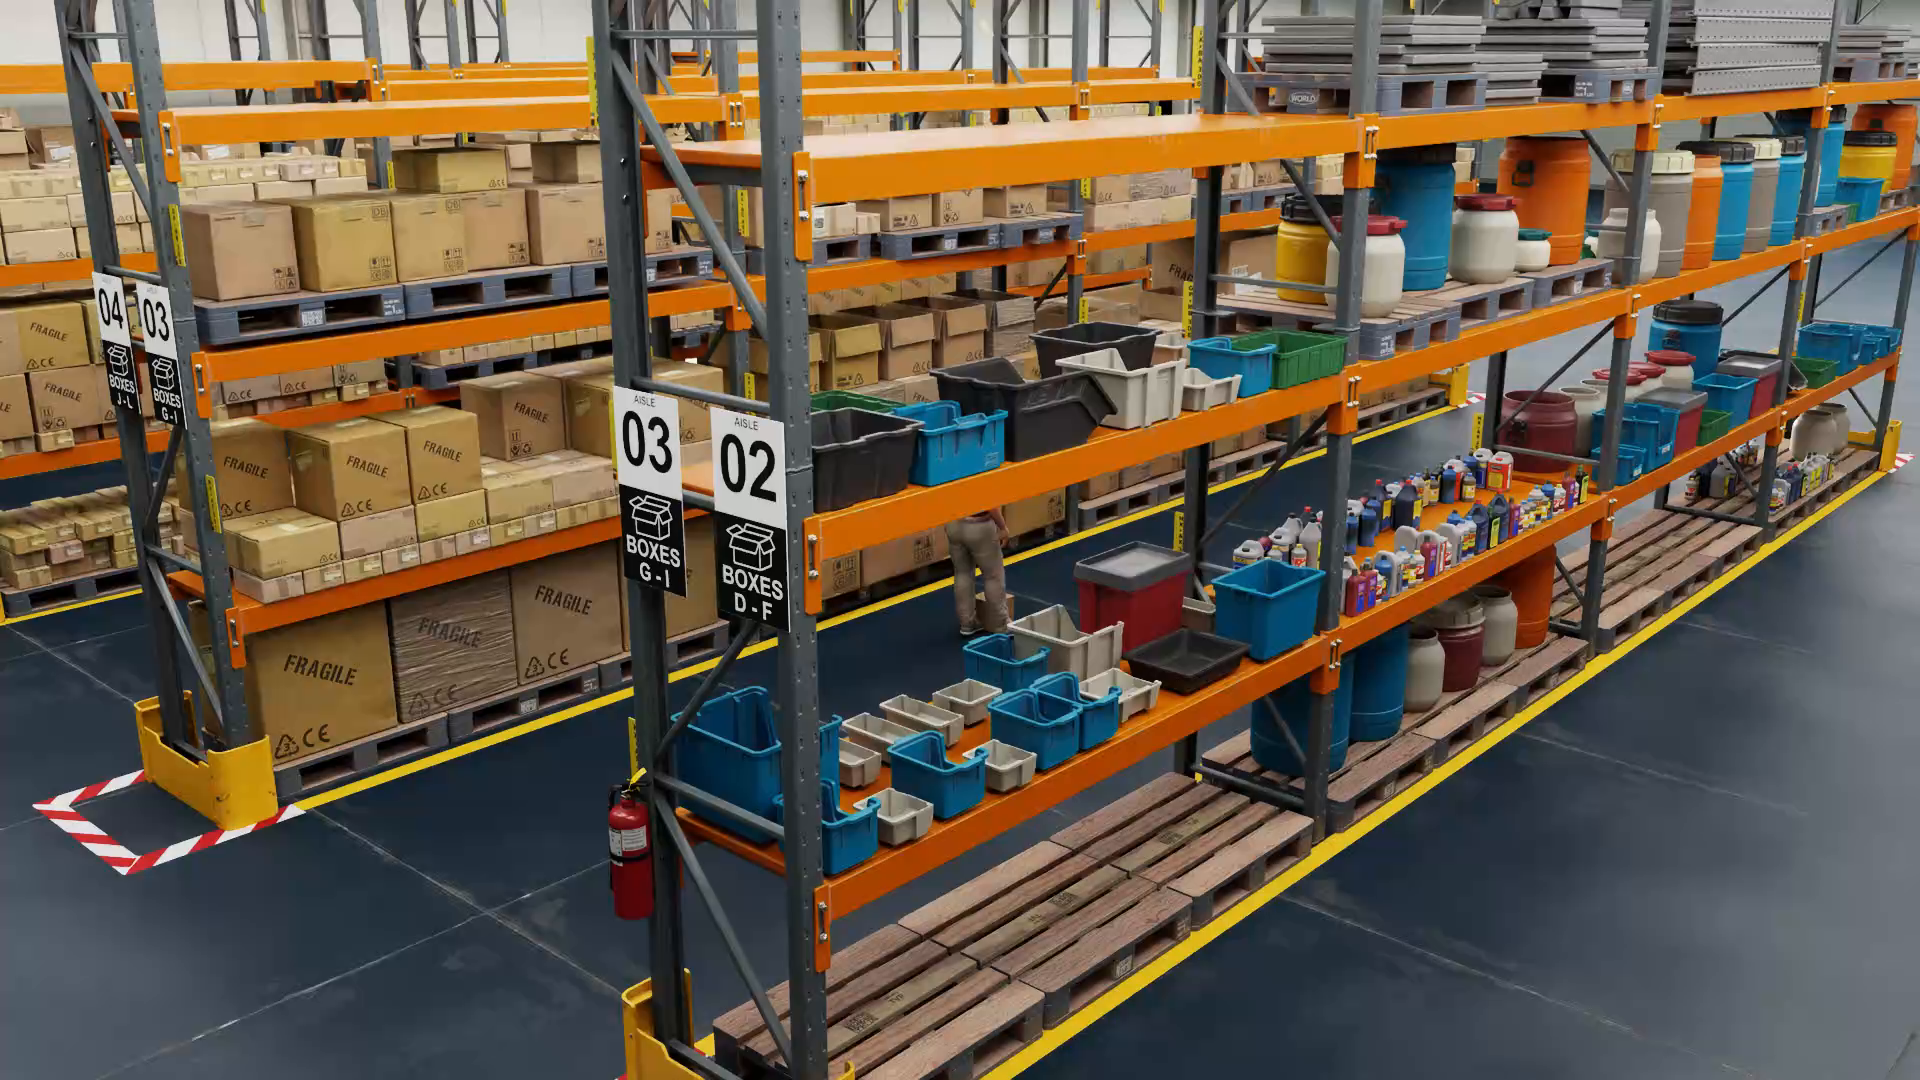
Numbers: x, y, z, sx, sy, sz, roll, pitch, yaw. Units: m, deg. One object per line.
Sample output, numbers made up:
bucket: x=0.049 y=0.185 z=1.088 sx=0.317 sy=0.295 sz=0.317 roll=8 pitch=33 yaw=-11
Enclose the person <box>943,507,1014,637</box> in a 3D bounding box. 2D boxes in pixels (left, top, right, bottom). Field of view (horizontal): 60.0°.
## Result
person: x=0.151 y=-0.099 z=12.864 sx=0.640 sy=1.727 sz=0.550 roll=14 pitch=21 yaw=38
